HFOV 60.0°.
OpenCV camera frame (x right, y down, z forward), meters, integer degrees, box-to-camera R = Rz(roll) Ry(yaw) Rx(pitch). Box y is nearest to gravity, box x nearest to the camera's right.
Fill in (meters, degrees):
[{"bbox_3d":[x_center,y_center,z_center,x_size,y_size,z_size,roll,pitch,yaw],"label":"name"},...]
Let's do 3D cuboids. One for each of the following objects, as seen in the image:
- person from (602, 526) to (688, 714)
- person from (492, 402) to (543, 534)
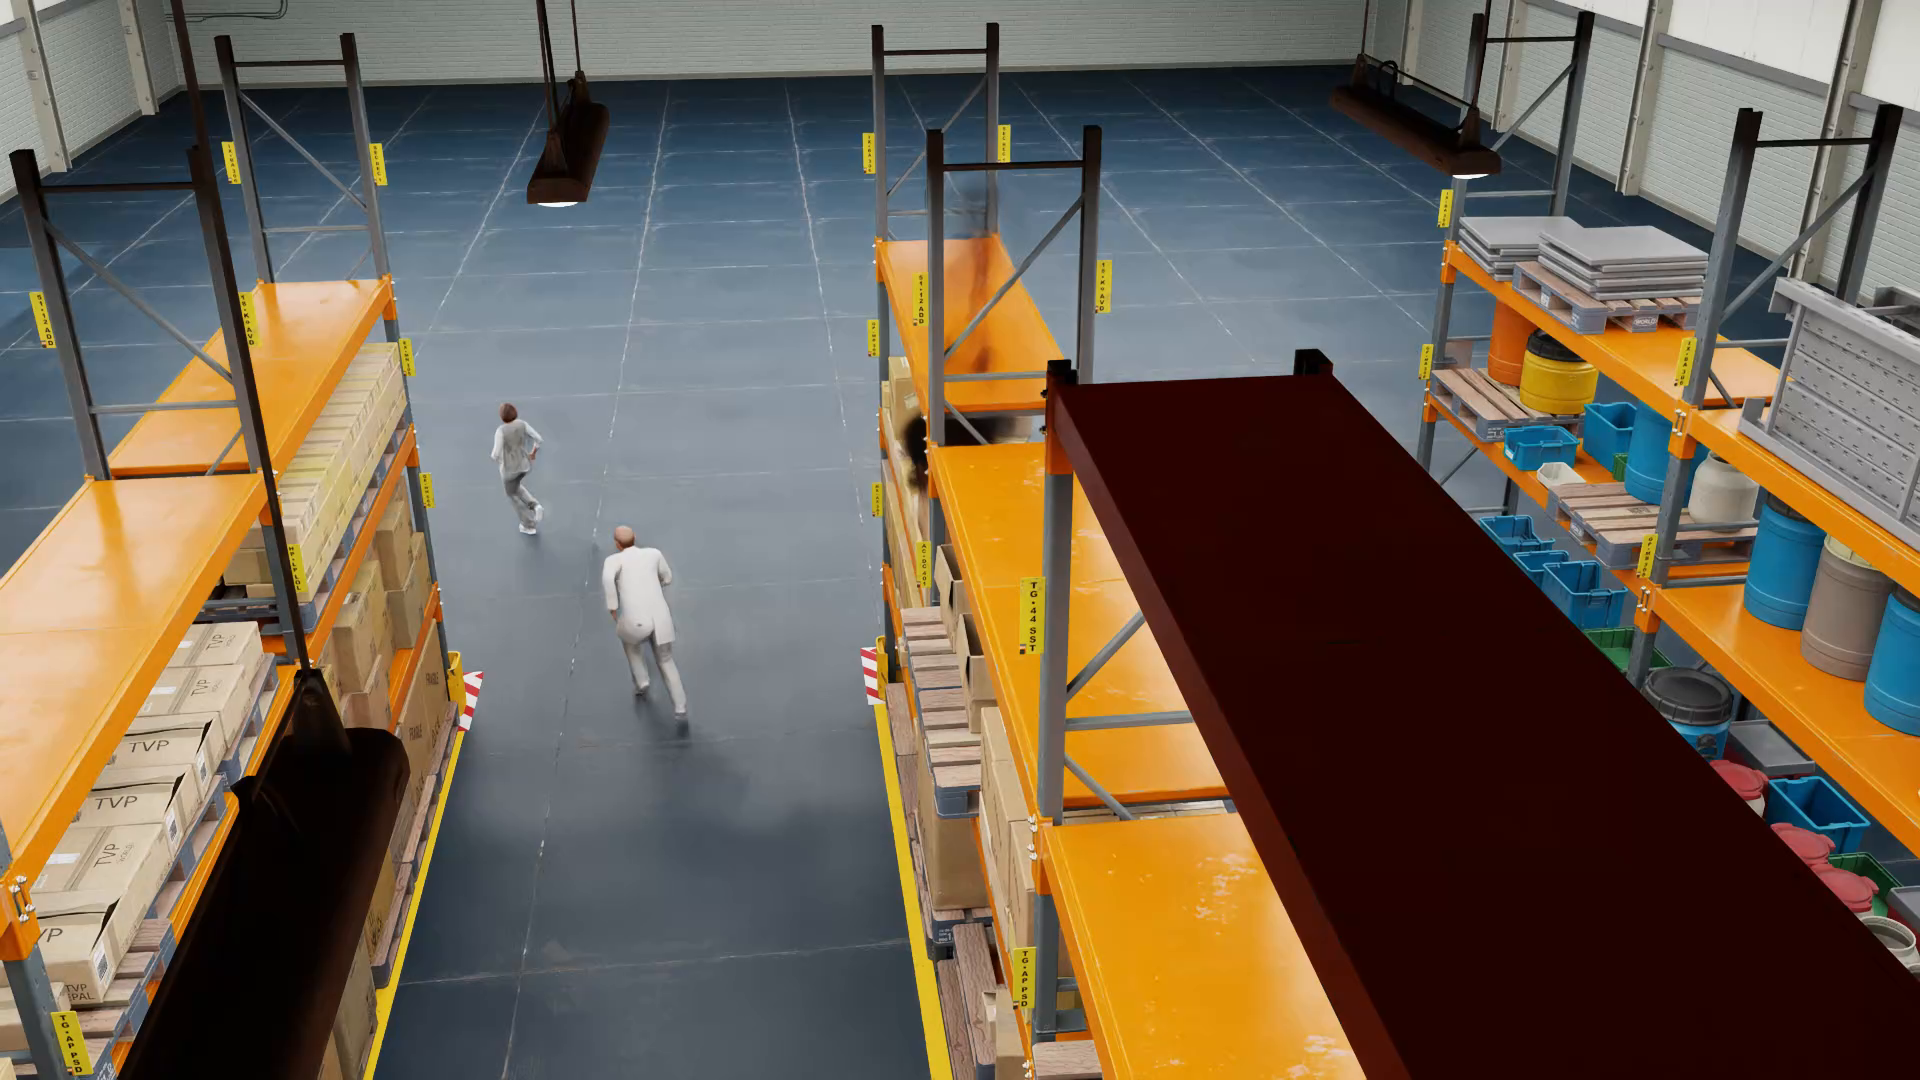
[{"bbox_3d":[-2.819,0.791,14.972,0.753,1.739,1.036,-18,31,-33],"label":"person"},{"bbox_3d":[-4.945,-0.814,18.409,0.537,1.554,0.537,18,31,33],"label":"person"}]
